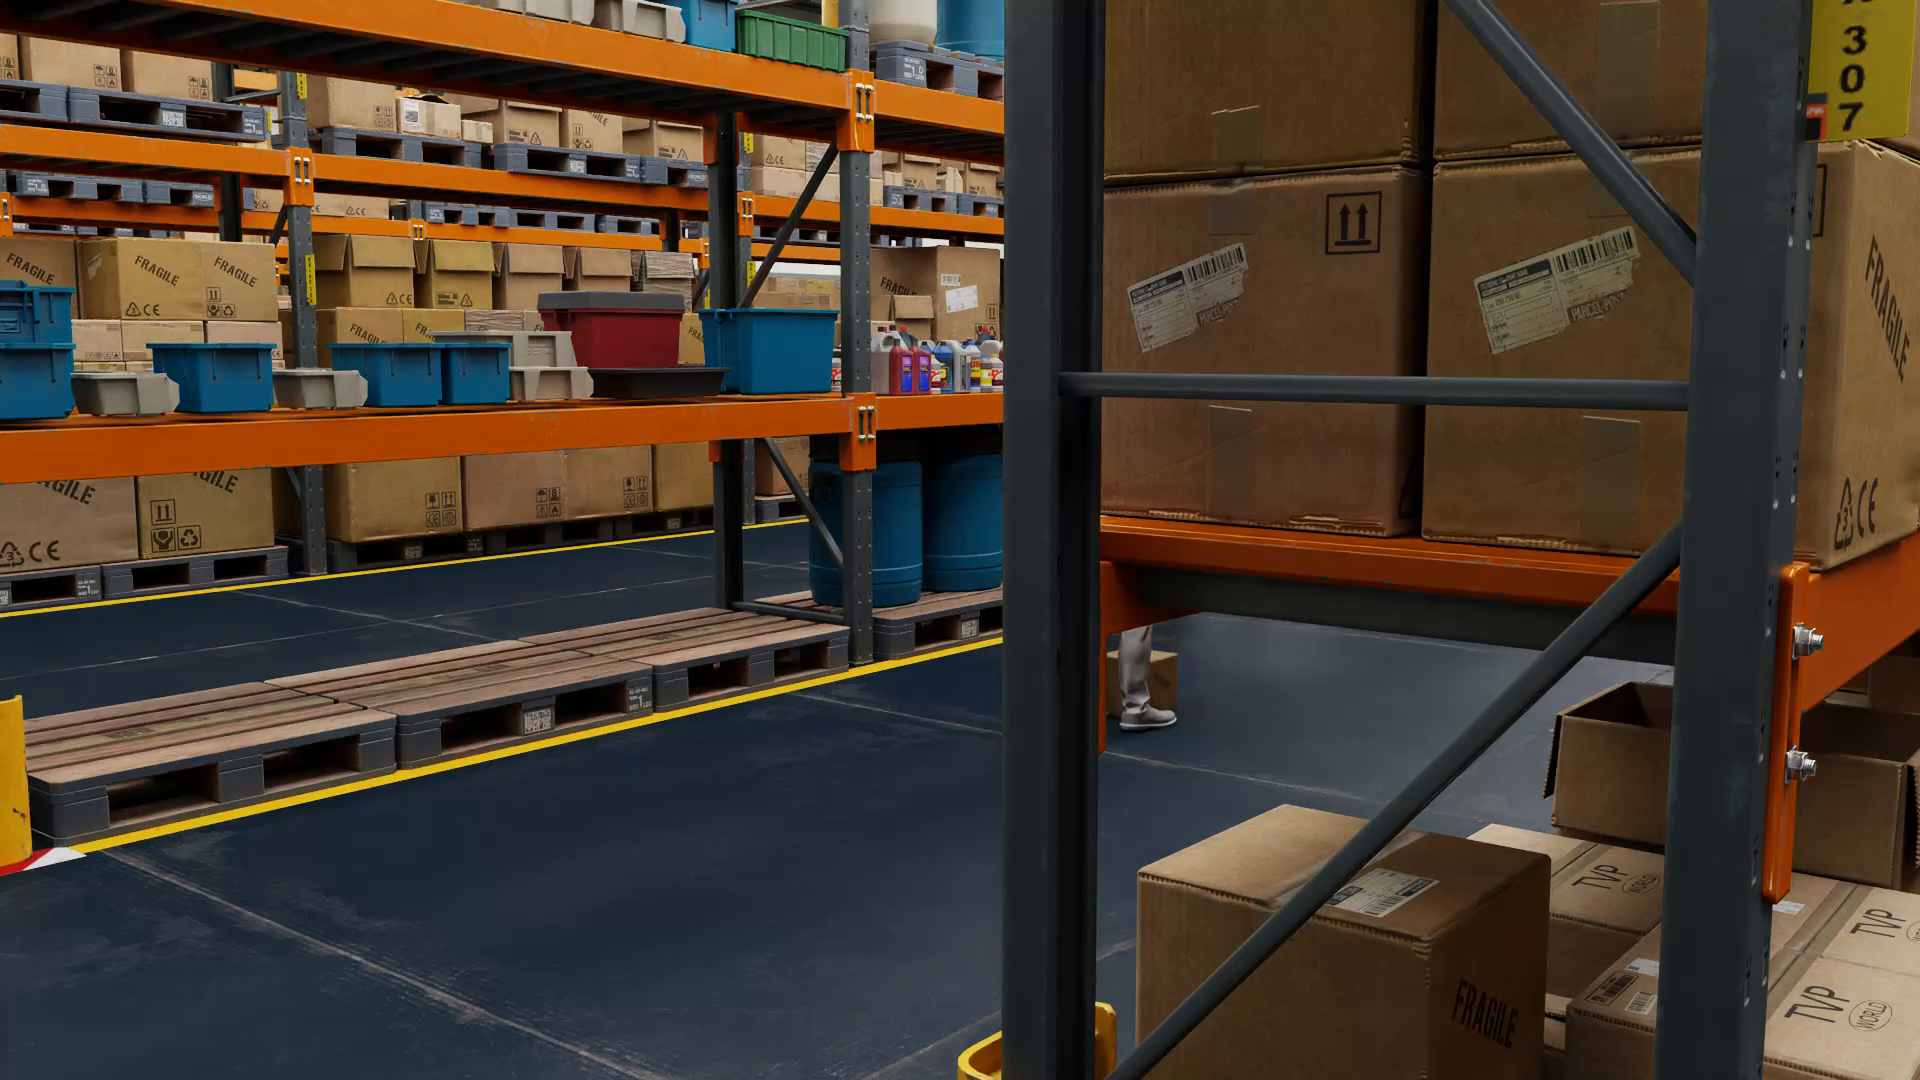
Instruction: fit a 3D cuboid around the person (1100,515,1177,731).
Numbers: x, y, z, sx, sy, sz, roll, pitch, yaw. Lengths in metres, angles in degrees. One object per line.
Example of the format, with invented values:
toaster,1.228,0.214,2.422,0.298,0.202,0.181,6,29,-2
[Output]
person,0.607,-0.067,6.794,0.527,1.662,0.375,5,8,36
